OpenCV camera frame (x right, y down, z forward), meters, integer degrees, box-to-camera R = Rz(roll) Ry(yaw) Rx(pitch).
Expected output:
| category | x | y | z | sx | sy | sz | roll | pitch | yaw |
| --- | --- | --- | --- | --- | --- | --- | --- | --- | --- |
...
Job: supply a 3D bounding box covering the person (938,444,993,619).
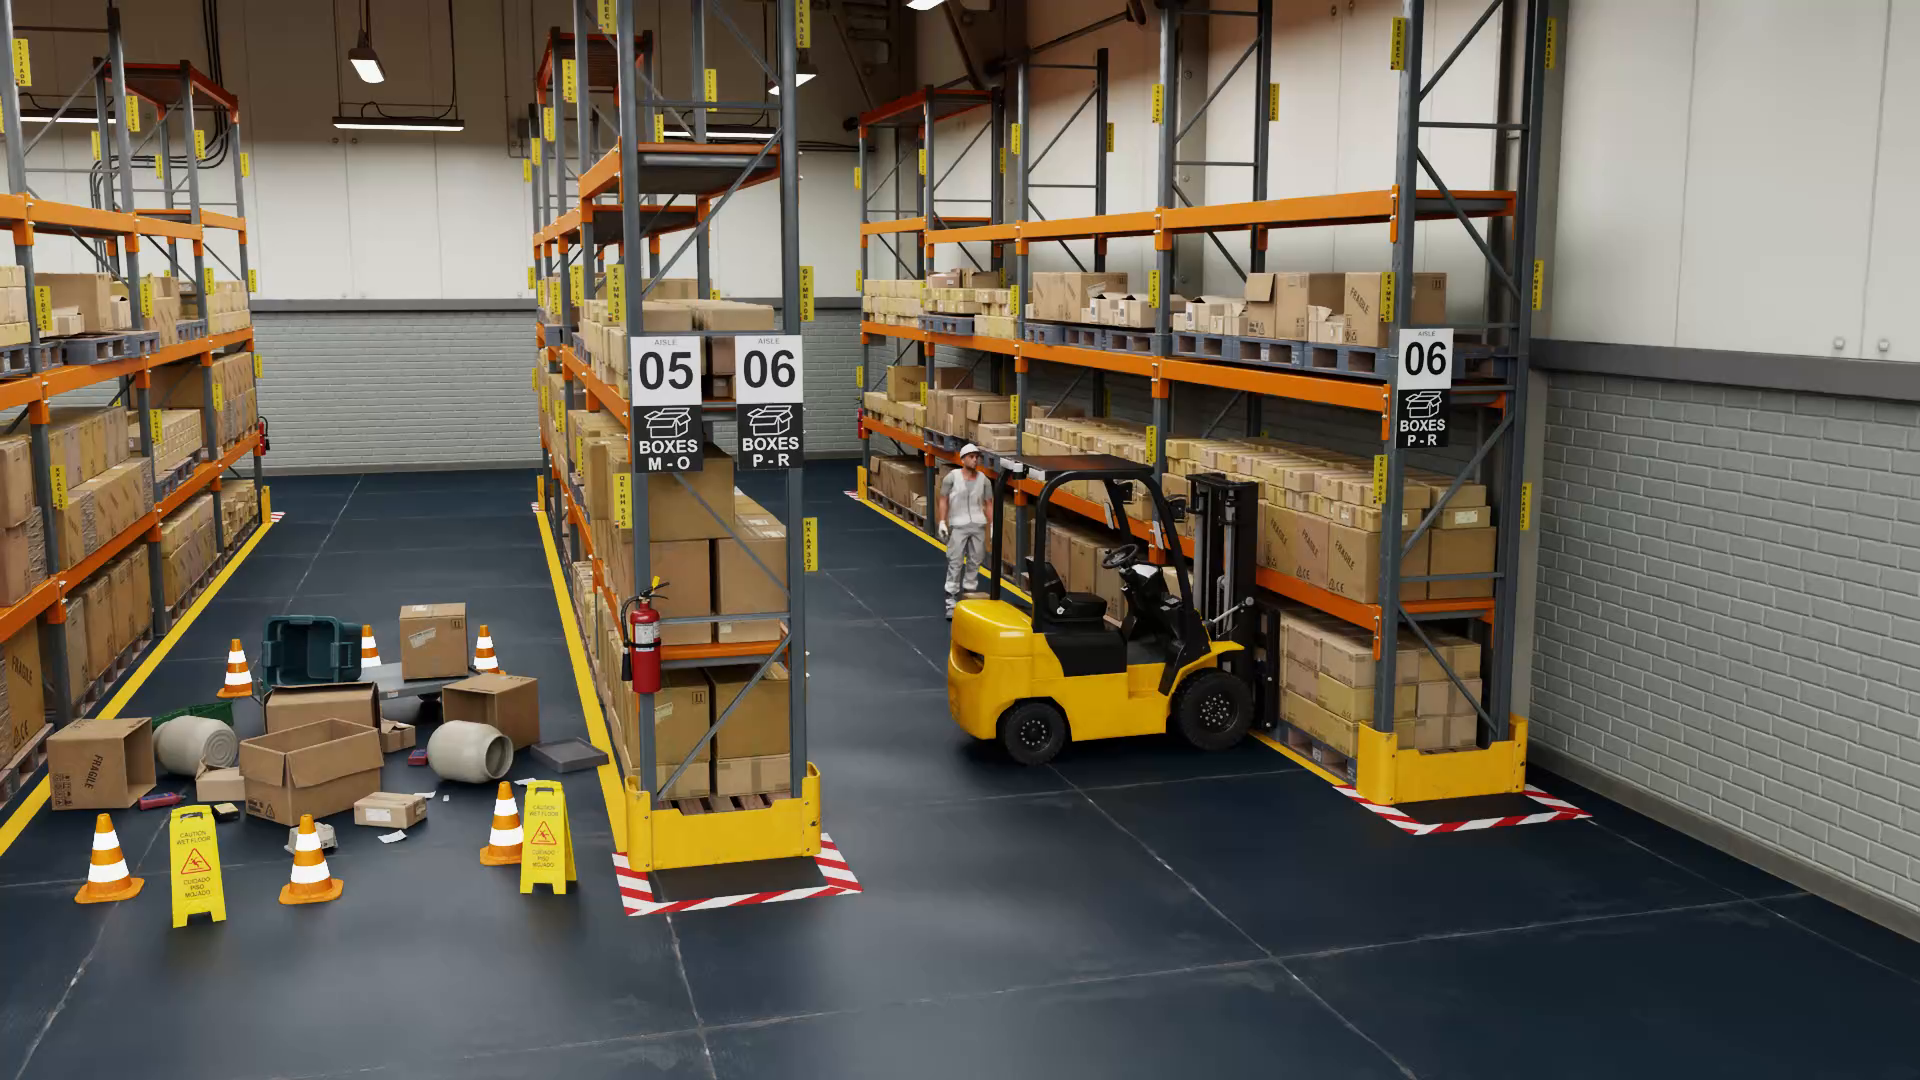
| category | x | y | z | sx | sy | sz | roll | pitch | yaw |
| --- | --- | --- | --- | --- | --- | --- | --- | --- | --- |
| person | 0.095 | -0.100 | 17.359 | 0.637 | 1.787 | 0.563 | -3 | 10 | -16 |
